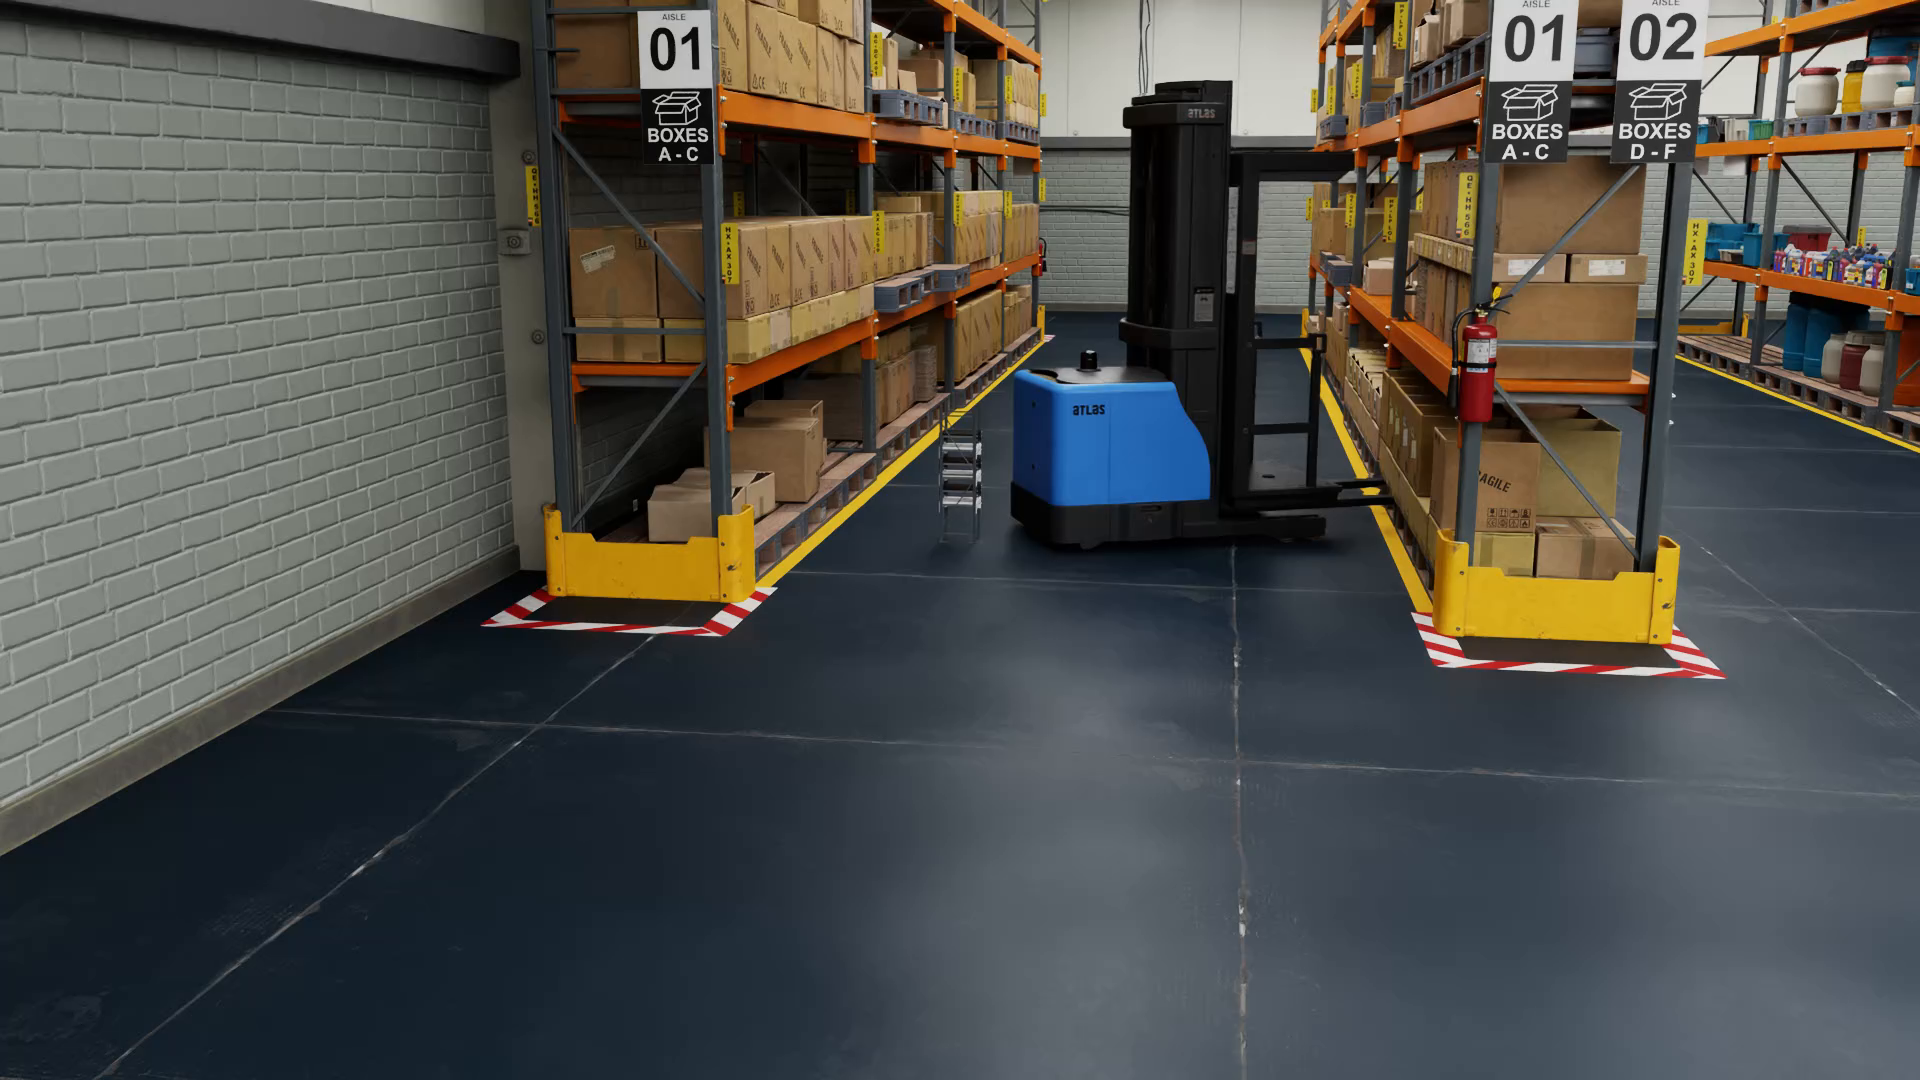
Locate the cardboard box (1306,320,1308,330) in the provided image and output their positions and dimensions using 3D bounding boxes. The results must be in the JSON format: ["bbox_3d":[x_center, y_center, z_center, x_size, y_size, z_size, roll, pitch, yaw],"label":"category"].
[{"bbox_3d":[5.163,-3.066,23.822,0.380,0.149,0.250,2,12,9],"label":"cardboard box"}]

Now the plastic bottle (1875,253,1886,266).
[{"bbox_3d":[9.788,-2.914,17.699,0.097,0.271,0.097,0,12,0],"label":"plastic bottle"}]

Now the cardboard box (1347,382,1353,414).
[{"bbox_3d":[3.889,-1.312,15.491,0.500,0.250,0.500,2,12,7],"label":"cardboard box"}]

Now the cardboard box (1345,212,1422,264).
[{"bbox_3d":[4.322,-3.044,16.763,0.700,0.500,0.500,-2,12,-10],"label":"cardboard box"}]

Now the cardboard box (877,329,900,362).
[{"bbox_3d":[-0.842,-1.799,15.330,0.500,0.250,0.500,2,12,8],"label":"cardboard box"}]

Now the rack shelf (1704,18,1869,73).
[{"bbox_3d":[10.153,-6.128,20.726,1.077,0.370,4.000,2,12,9],"label":"rack shelf"}]

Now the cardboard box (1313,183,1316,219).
[{"bbox_3d":[5.238,-4.774,23.416,0.500,0.500,0.500,2,12,10],"label":"cardboard box"}]

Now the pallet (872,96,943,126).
[{"bbox_3d":[-0.818,-3.698,14.357,1.213,0.211,1.003,2,12,9],"label":"pallet"}]

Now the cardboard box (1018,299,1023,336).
[{"bbox_3d":[0.509,-3.106,23.220,0.700,0.500,0.500,1,12,7],"label":"cardboard box"}]

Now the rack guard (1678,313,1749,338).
[{"bbox_3d":[10.451,-2.943,23.461,1.175,0.500,0.348,2,12,9],"label":"rack guard"}]

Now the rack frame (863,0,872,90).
[{"bbox_3d":[-1.174,-4.915,12.438,1.000,3.000,0.127,2,12,9],"label":"rack frame"}]

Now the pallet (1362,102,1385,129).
[{"bbox_3d":[4.320,-3.885,15.228,1.213,0.211,1.003,2,12,11],"label":"pallet"}]

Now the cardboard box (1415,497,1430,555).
[{"bbox_3d":[2.961,-0.076,9.758,0.500,0.250,0.500,2,12,9],"label":"cardboard box"}]

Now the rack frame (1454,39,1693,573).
[{"bbox_3d":[3.106,-0.990,8.466,1.000,3.000,0.127,2,12,9],"label":"rack frame"}]

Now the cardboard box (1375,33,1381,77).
[{"bbox_3d":[4.566,-4.962,17.167,0.500,0.500,0.500,2,12,9],"label":"cardboard box"}]

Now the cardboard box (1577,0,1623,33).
[{"bbox_3d":[3.198,-2.900,8.634,0.797,0.503,0.637,3,12,13],"label":"cardboard box"}]

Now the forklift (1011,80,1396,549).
[{"bbox_3d":[1.923,-1.520,11.088,3.031,2.935,1.130,-3,13,-14],"label":"forklift"}]

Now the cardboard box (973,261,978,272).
[{"bbox_3d":[-0.007,-3.137,18.978,0.380,0.149,0.250,2,12,10],"label":"cardboard box"}]

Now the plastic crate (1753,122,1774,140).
[{"bbox_3d":[9.612,-4.787,19.469,0.450,0.188,0.662,2,12,9],"label":"plastic crate"}]

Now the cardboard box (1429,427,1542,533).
[{"bbox_3d":[2.894,-0.339,9.195,0.500,0.500,0.500,2,12,9],"label":"cardboard box"}]

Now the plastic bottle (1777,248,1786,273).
[{"bbox_3d":[9.347,-3.179,18.902,0.061,0.283,0.133,2,12,9],"label":"plastic bottle"}]

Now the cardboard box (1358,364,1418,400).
[{"bbox_3d":[3.734,-1.368,14.420,0.500,0.311,0.500,2,12,8],"label":"cardboard box"}]

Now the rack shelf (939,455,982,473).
[{"bbox_3d":[0.001,-0.497,10.894,0.258,0.077,0.200,2,12,9],"label":"rack shelf"}]

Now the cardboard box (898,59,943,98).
[{"bbox_3d":[-0.543,-4.646,17.029,0.700,0.500,0.500,1,12,4],"label":"cardboard box"}]

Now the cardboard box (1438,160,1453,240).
[{"bbox_3d":[3.505,-2.203,10.781,0.700,0.500,0.500,2,12,9],"label":"cardboard box"}]

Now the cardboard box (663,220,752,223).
[{"bbox_3d":[-1.687,-1.874,11.100,0.500,0.500,0.500,2,12,9],"label":"cardboard box"}]

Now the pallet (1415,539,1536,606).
[{"bbox_3d":[3.182,0.213,9.504,1.003,0.211,1.213,2,12,9],"label":"pallet"}]

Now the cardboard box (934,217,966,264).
[{"bbox_3d":[-0.232,-3.112,17.321,0.500,0.500,0.500,2,12,10],"label":"cardboard box"}]

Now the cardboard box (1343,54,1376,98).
[{"bbox_3d":[4.988,-5.594,20.100,0.700,0.500,0.500,2,12,9],"label":"cardboard box"}]

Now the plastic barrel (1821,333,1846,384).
[{"bbox_3d":[9.461,-1.941,17.787,0.421,0.512,0.421,0,12,0],"label":"plastic barrel"}]

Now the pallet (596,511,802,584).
[{"bbox_3d":[-1.618,0.030,10.353,1.003,0.211,1.213,2,12,9],"label":"pallet"}]

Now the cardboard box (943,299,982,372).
[{"bbox_3d":[-0.175,-2.300,18.652,0.750,0.750,0.750,2,12,8],"label":"cardboard box"}]

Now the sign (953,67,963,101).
[{"bbox_3d":[-0.023,-4.516,16.480,0.100,0.325,0.005,2,12,9],"label":"sign"}]

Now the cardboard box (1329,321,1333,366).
[{"bbox_3d":[4.565,-2.277,19.326,0.500,0.500,0.500,2,12,9],"label":"cardboard box"}]

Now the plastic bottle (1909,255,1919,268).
[{"bbox_3d":[9.829,-2.801,17.167,0.152,0.276,0.135,2,12,9],"label":"plastic bottle"}]

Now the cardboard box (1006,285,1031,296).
[{"bbox_3d":[0.823,-3.599,23.970,0.380,0.149,0.250,2,12,8],"label":"cardboard box"}]

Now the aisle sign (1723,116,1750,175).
[{"bbox_3d":[10.761,-5.435,22.924,0.394,0.787,0.004,2,12,9],"label":"aisle sign"}]

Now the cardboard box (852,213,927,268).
[{"bbox_3d":[-0.681,-2.863,15.878,0.700,0.500,0.500,1,12,3],"label":"cardboard box"}]

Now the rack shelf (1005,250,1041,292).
[{"bbox_3d":[0.364,-3.712,22.805,1.077,0.370,4.000,2,12,9],"label":"rack shelf"}]

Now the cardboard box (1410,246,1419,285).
[{"bbox_3d":[3.936,-2.140,13.567,0.500,0.500,0.500,3,12,13],"label":"cardboard box"}]

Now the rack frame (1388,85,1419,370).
[{"bbox_3d":[3.721,-1.822,12.329,1.000,3.000,0.127,2,12,9],"label":"rack frame"}]

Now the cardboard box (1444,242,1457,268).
[{"bbox_3d":[3.213,-1.764,10.283,0.380,0.149,0.250,2,12,8],"label":"cardboard box"}]

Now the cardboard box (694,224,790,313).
[{"bbox_3d":[-1.333,-1.645,10.033,0.500,0.500,0.500,2,12,9],"label":"cardboard box"}]

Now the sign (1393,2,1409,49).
[{"bbox_3d":[3.183,-3.711,11.998,0.100,0.325,0.005,2,12,9],"label":"sign"}]

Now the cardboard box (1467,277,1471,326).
[{"bbox_3d":[3.266,-1.245,9.412,0.700,0.500,0.500,2,12,10],"label":"cardboard box"}]

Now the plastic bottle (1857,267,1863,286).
[{"bbox_3d":[8.987,-2.627,16.534,0.097,0.201,0.097,0,12,0],"label":"plastic bottle"}]

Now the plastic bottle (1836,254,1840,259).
[{"bbox_3d":[9.156,-2.837,17.314,0.061,0.283,0.133,2,12,9],"label":"plastic bottle"}]

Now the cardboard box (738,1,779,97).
[{"bbox_3d":[-1.373,-2.847,9.677,0.500,0.500,0.500,3,12,12],"label":"cardboard box"}]

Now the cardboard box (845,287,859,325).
[{"bbox_3d":[-1.032,-1.707,12.101,0.500,0.250,0.500,2,12,9],"label":"cardboard box"}]

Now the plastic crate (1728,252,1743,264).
[{"bbox_3d":[9.752,-3.463,20.453,0.437,0.125,0.590,2,12,9],"label":"plastic crate"}]

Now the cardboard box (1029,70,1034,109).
[{"bbox_3d":[0.741,-6.229,22.998,0.500,0.500,0.500,2,12,10],"label":"cardboard box"}]

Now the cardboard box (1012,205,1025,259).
[{"bbox_3d":[0.376,-4.210,22.696,0.980,0.700,0.700,1,12,6],"label":"cardboard box"}]

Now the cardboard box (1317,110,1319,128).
[{"bbox_3d":[5.230,-5.859,23.110,0.500,0.250,0.500,2,12,9],"label":"cardboard box"}]

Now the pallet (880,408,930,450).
[{"bbox_3d":[-0.871,-1.036,15.298,1.003,0.211,1.213,2,12,9],"label":"pallet"}]

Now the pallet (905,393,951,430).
[{"bbox_3d":[-0.681,-1.289,16.473,1.003,0.211,1.213,2,12,9],"label":"pallet"}]

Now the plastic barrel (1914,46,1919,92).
[{"bbox_3d":[9.320,-4.493,15.587,0.600,0.830,0.708,2,12,9],"label":"plastic barrel"}]

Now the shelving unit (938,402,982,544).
[{"bbox_3d":[0.001,-0.442,10.906,0.258,0.900,0.210,2,12,9],"label":"shelving unit"}]

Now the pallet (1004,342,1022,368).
[{"bbox_3d":[0.250,-2.440,21.814,1.003,0.211,1.213,2,12,9],"label":"pallet"}]

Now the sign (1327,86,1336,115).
[{"bbox_3d":[4.414,-5.223,19.760,0.100,0.325,0.005,2,12,9],"label":"sign"}]

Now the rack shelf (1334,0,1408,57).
[{"bbox_3d":[4.644,-5.457,17.611,1.077,0.370,4.000,2,12,9],"label":"rack shelf"}]
